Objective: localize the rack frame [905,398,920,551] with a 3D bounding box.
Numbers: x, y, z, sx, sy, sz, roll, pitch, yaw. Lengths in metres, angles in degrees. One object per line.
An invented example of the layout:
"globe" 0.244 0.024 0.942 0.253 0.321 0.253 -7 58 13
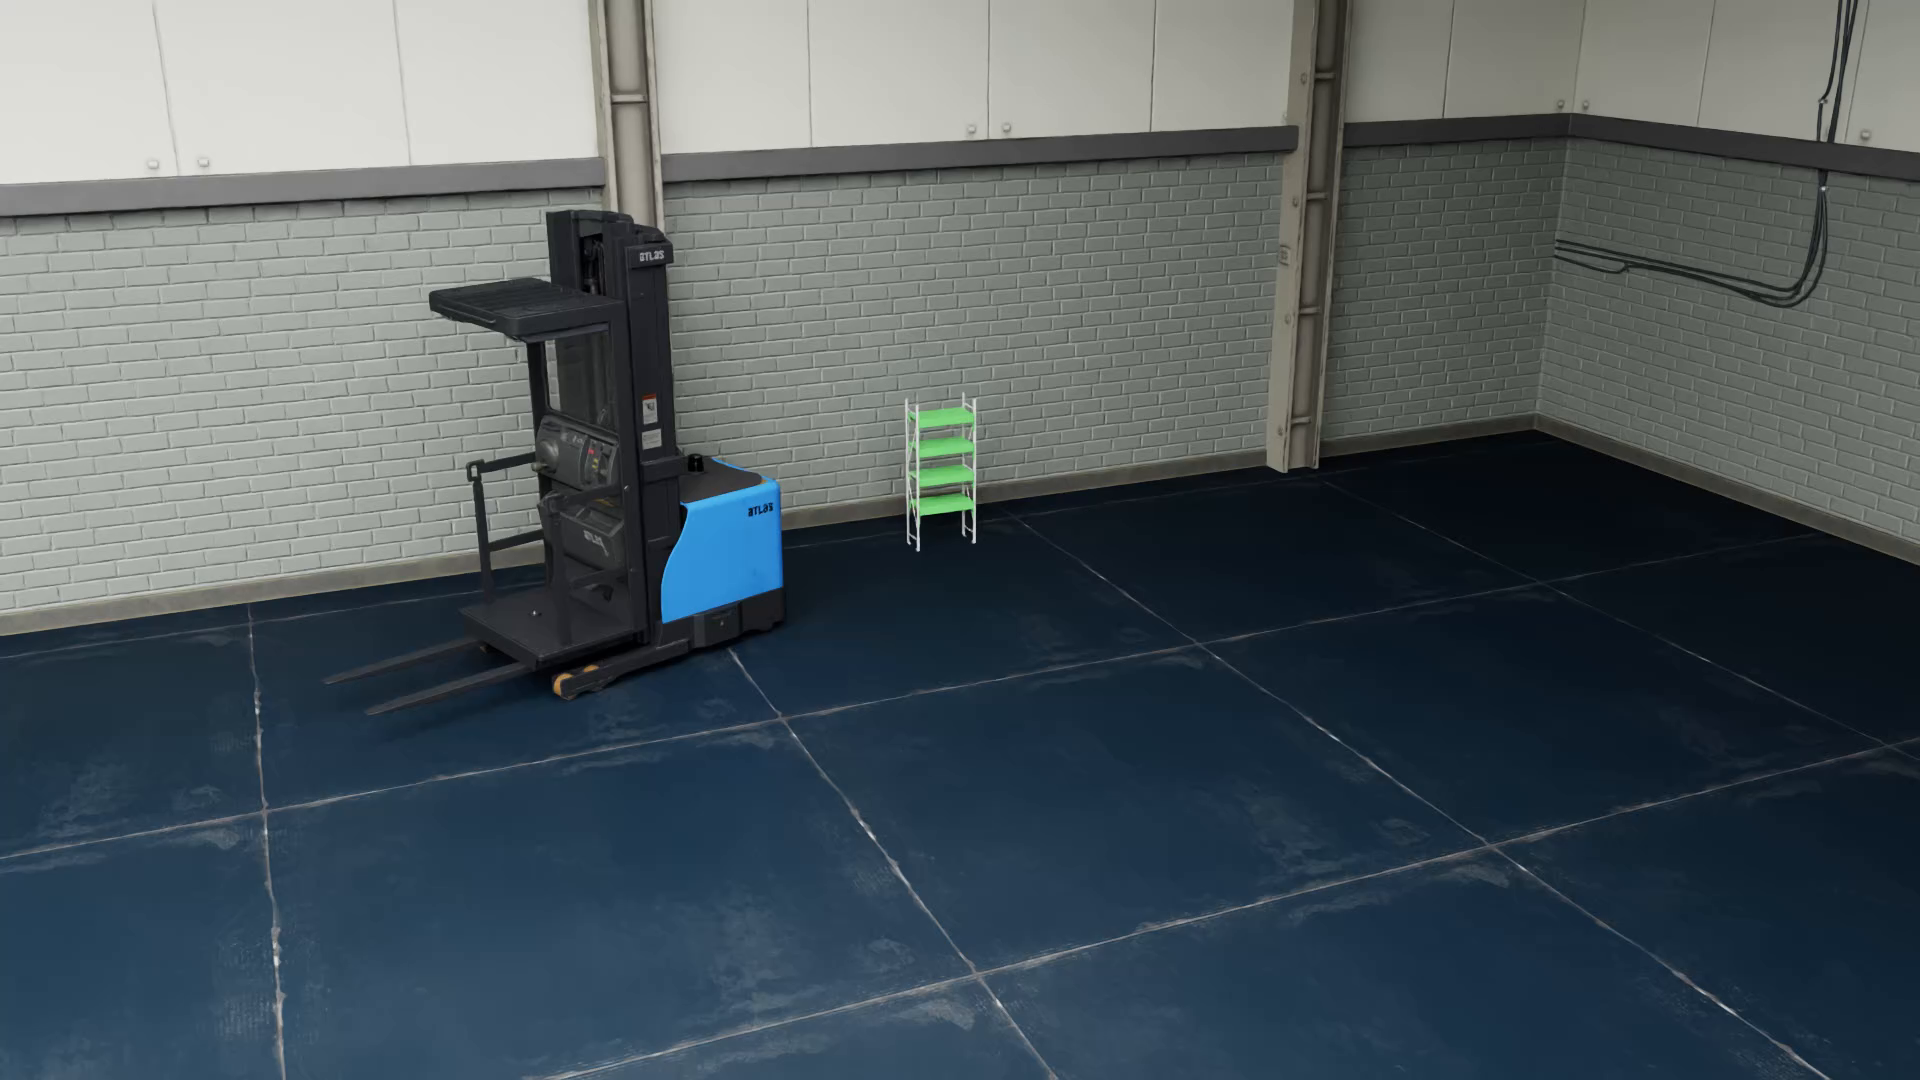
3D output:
"rack frame" -0.376 -0.512 13.170 0.015 1.200 0.240 -8 21 -22

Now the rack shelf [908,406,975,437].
"rack shelf" -0.152 -0.937 13.123 0.480 0.148 0.258 -8 21 -22

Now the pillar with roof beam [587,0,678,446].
"pillar with roof beam" -0.719 -2.830 8.010 0.400 9.000 9.100 -8 21 -22

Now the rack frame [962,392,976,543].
"rack frame" 0.072 -0.576 13.352 0.015 1.200 0.240 -8 21 -22

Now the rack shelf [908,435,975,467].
"rack shelf" -0.152 -0.710 13.202 0.480 0.148 0.258 -8 21 -22

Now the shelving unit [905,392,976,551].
"shelving unit" -0.152 -0.544 13.261 0.503 1.200 0.258 -8 21 -22

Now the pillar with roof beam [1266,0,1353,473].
"pillar with roof beam" 4.790 -3.619 10.252 0.400 9.000 9.100 -8 21 -22

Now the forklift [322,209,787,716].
"forklift" -2.645 -0.557 10.689 3.031 2.935 1.130 -17 26 -40

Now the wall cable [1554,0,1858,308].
"wall cable" 6.314 -3.452 14.451 0.112 2.526 3.097 -8 21 -22

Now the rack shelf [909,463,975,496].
"rack shelf" -0.152 -0.484 13.282 0.480 0.148 0.258 -8 21 -22

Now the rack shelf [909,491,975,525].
"rack shelf" -0.152 -0.258 13.362 0.480 0.148 0.258 -8 21 -22
